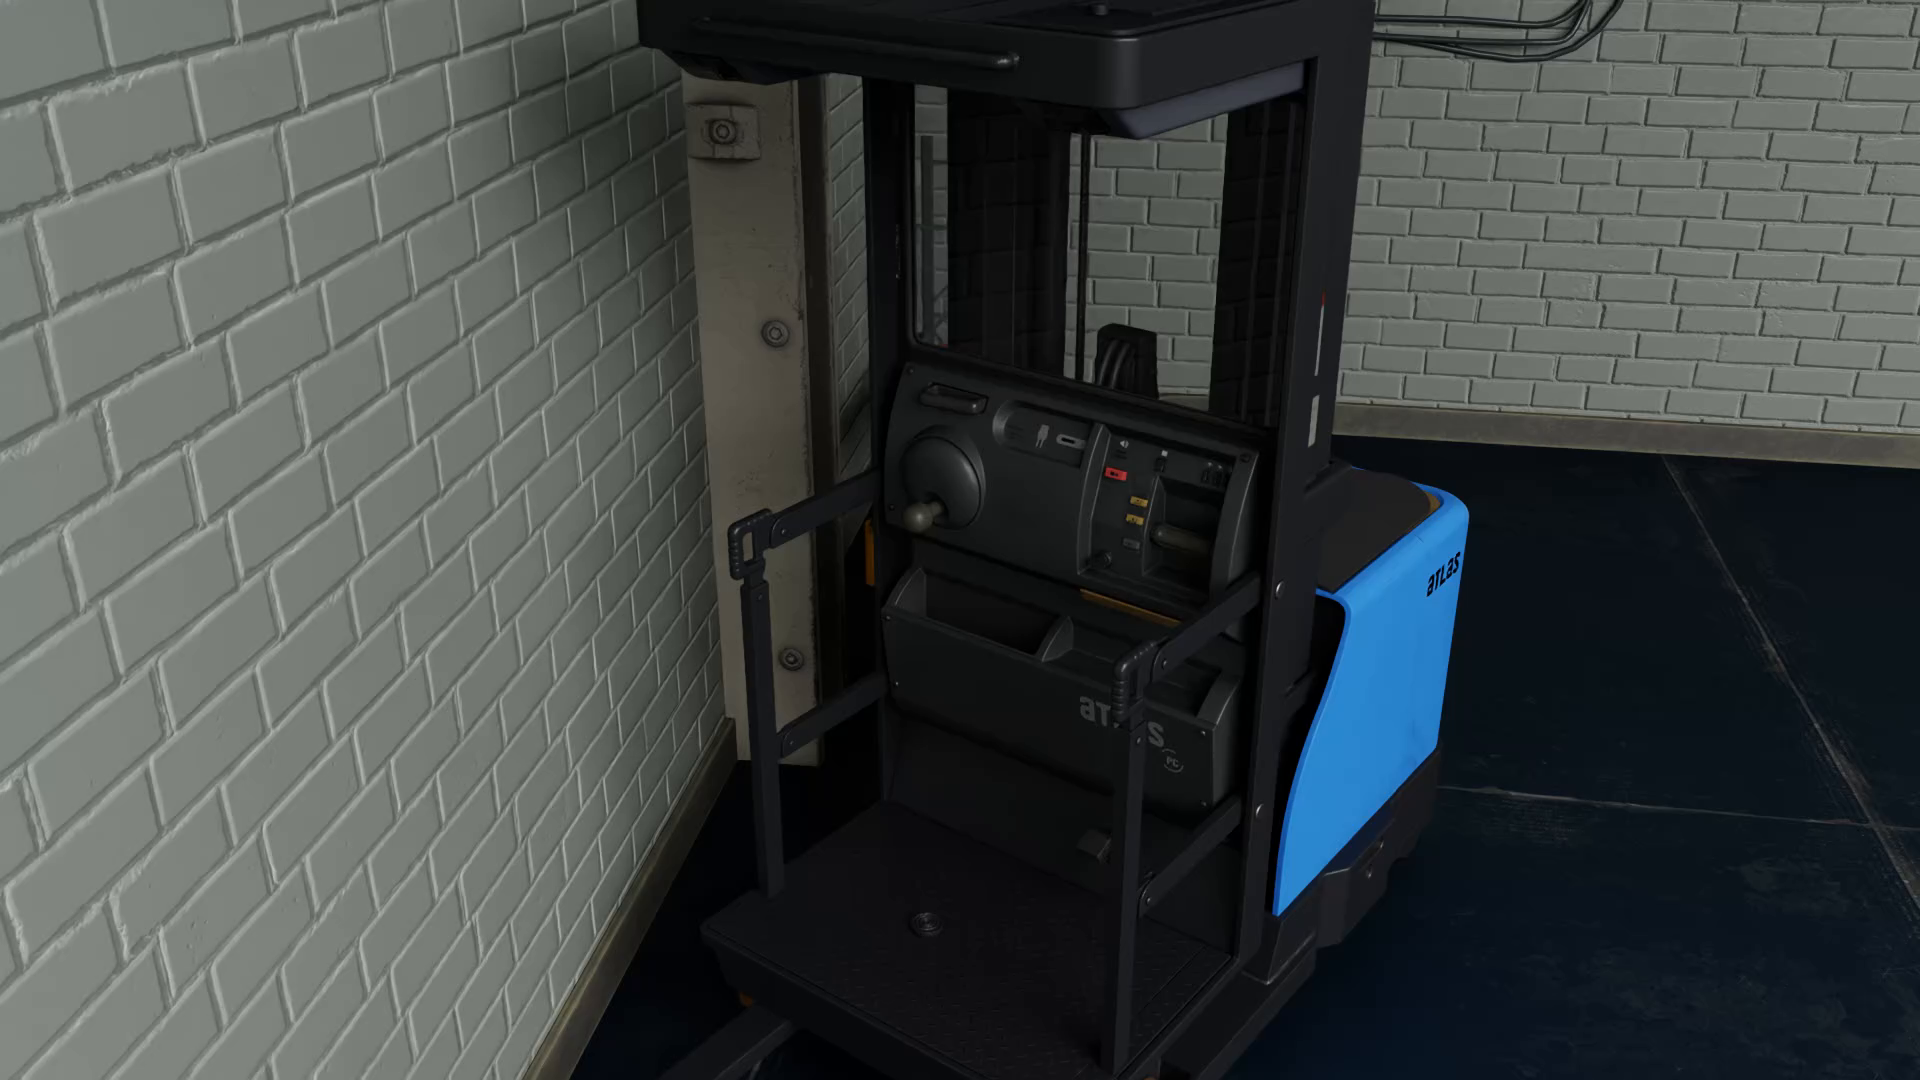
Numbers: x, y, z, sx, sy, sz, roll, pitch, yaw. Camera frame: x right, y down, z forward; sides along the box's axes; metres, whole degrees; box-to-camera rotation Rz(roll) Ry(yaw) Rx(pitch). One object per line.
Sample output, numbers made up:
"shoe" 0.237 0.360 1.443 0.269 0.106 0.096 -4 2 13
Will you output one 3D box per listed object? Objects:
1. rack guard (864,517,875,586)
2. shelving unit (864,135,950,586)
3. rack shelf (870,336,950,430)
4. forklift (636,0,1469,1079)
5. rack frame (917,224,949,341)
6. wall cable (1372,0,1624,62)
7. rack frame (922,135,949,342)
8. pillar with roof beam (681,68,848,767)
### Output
"rack guard" -0.069 0.063 6.320 0.587 0.250 0.087 4 25 9
"shelving unit" 0.012 -0.711 6.500 0.587 1.500 1.083 4 25 9
"rack shelf" 0.014 -0.552 6.585 0.538 0.185 1.000 4 25 9
"forklift" 0.093 -0.105 3.518 1.130 2.935 3.031 18 30 33
"rack frame" -0.069 -0.502 6.054 0.500 1.500 0.032 4 25 9
"wall cable" 1.230 -3.190 6.613 3.097 2.526 0.112 4 25 9
"rack frame" 0.097 -0.928 6.962 0.500 1.500 0.032 4 25 9
"pillar with roof beam" 3.691 -3.158 2.881 9.100 9.000 0.400 4 25 9
